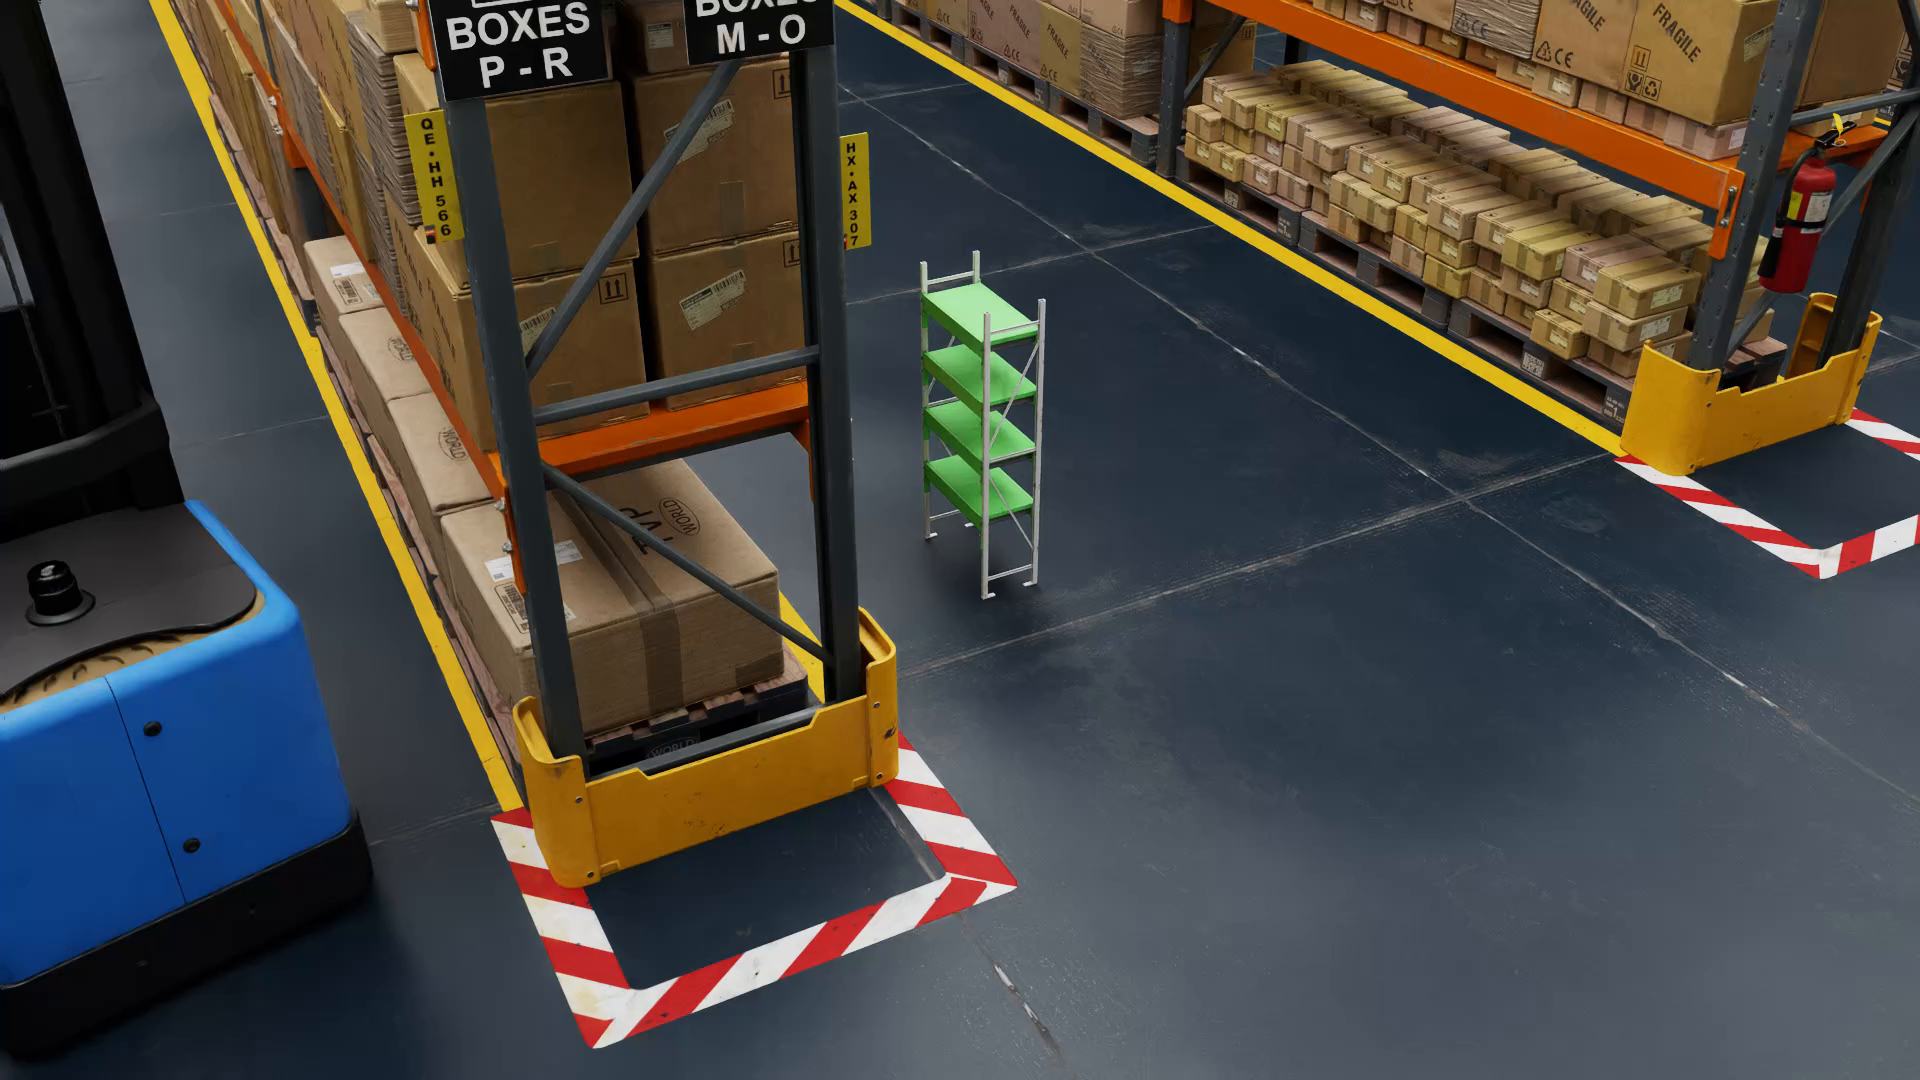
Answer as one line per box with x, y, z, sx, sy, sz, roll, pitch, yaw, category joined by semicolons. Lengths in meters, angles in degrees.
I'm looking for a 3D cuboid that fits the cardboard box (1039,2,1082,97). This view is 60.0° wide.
0.871;-3.285;11.025;0.500;0.500;0.500;-17;36;-24;cardboard box

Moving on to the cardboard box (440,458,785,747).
-1.185;0.188;5.661;0.875;0.438;0.875;-17;36;-25;cardboard box

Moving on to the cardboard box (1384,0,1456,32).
2.402;-2.762;7.911;0.500;0.500;0.500;-14;35;-21;cardboard box

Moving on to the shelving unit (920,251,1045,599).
0.077;-0.426;6.303;0.258;1.200;0.503;-16;36;-23;shelving unit

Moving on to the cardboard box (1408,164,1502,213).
2.508;-1.766;8.429;0.380;0.149;0.250;-17;36;-25;cardboard box

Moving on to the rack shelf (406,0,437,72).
-1.722;-2.339;5.506;1.077;0.370;4.000;-16;36;-23;rack shelf

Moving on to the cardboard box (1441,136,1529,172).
2.766;-1.999;8.791;0.380;0.149;0.250;-16;36;-23;cardboard box

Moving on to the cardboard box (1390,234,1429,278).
2.446;-1.493;8.554;0.380;0.149;0.250;-15;36;-22;cardboard box

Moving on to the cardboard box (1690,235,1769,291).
3.599;-1.280;7.669;0.380;0.149;0.250;-18;37;-25;cardboard box

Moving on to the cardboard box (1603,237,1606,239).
3.256;-1.373;8.090;0.380;0.149;0.250;-15;36;-23;cardboard box

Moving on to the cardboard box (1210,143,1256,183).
1.687;-2.221;9.690;0.380;0.149;0.250;-15;35;-22;cardboard box

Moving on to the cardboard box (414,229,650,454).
-1.248;-0.630;4.860;0.500;0.500;0.500;-16;36;-23;cardboard box

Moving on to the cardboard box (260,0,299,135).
-2.667;-2.085;7.131;0.500;0.500;0.500;-15;35;-22;cardboard box

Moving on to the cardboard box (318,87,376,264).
-1.970;-1.359;5.998;0.500;0.500;0.500;-15;35;-22;cardboard box

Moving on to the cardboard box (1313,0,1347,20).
2.059;-2.816;8.598;0.380;0.149;0.250;-15;36;-22;cardboard box

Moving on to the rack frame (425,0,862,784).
-0.789;-0.424;4.631;1.000;3.000;0.127;-16;36;-23;rack frame

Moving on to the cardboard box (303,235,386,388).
-2.456;-1.104;7.679;0.875;0.438;0.875;-16;36;-24;cardboard box

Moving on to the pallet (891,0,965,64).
0.176;-3.988;12.778;1.003;0.211;1.213;-16;36;-23;pallet

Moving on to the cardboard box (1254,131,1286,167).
1.907;-2.269;9.489;0.380;0.149;0.250;-16;36;-23;cardboard box

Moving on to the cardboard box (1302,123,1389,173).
2.081;-2.121;8.982;0.380;0.149;0.250;-15;36;-22;cardboard box

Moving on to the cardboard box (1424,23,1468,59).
2.480;-2.455;8.035;0.380;0.149;0.250;-15;36;-22;cardboard box

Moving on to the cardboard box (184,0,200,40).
-5.125;-3.934;12.157;0.950;0.372;0.625;-17;36;-24;cardboard box

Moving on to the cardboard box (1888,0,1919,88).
6.769;-3.343;10.768;0.875;0.875;0.875;-16;36;-23;cardboard box

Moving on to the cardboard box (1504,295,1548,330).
2.857;-1.137;7.998;0.380;0.149;0.250;-16;36;-23;cardboard box

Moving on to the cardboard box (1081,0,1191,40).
1.107;-3.358;10.444;0.500;0.250;0.500;-17;36;-24;cardboard box

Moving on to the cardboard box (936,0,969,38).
0.155;-4.019;12.170;0.500;0.500;0.500;-15;36;-23;cardboard box

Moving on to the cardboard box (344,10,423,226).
-1.494;-1.299;4.978;0.500;0.500;0.500;-16;36;-23;cardboard box

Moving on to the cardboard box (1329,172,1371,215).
2.199;-1.866;8.859;0.380;0.149;0.250;-16;36;-23;cardboard box

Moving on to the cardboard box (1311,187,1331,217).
2.168;-1.887;9.169;0.380;0.149;0.250;-17;37;-25;cardboard box

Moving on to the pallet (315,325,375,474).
-2.369;-0.776;7.766;1.003;0.211;1.213;-16;36;-23;pallet

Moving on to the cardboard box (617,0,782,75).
-0.710;-1.399;4.533;0.380;0.149;0.250;-15;36;-22;cardboard box

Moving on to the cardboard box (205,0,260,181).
-3.858;-2.747;9.837;0.875;0.875;0.875;-15;36;-23;cardboard box

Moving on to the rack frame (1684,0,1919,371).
3.543;-1.717;6.650;1.000;3.000;0.127;-16;36;-23;rack frame

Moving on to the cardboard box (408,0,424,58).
-1.273;-1.396;4.528;0.380;0.149;0.250;-15;36;-22;cardboard box

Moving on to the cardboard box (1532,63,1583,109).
2.788;-2.056;7.411;0.380;0.149;0.250;-15;36;-22;cardboard box

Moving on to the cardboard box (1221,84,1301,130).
1.731;-2.490;9.558;0.380;0.149;0.250;-14;35;-21;cardboard box

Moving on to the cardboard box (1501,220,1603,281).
2.772;-1.359;7.793;0.380;0.149;0.250;-17;36;-24;cardboard box

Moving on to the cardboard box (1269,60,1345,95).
2.074;-2.749;9.962;0.380;0.149;0.250;-15;36;-22;cardboard box

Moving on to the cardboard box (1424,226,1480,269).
2.548;-1.490;8.273;0.380;0.149;0.250;-15;36;-22;cardboard box

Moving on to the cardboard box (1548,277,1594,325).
2.970;-1.137;7.722;0.380;0.149;0.250;-17;36;-24;cardboard box

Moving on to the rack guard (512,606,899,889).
-0.778;0.640;5.288;1.175;0.500;0.348;-16;36;-23;rack guard

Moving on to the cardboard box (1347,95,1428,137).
2.403;-2.376;9.381;0.380;0.149;0.250;-15;35;-22;cardboard box

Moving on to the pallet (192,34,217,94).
-4.882;-3.441;11.925;1.003;0.211;1.213;-16;36;-23;pallet

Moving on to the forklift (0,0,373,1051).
-3.112;-0.580;4.938;1.130;2.935;3.031;-25;40;-33;forklift

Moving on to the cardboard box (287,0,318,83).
-2.187;-2.018;6.099;0.500;0.500;0.500;-15;36;-22;cardboard box

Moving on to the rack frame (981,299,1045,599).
0.191;-0.310;6.121;0.240;1.200;0.015;-16;36;-23;rack frame

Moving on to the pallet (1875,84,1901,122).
6.398;-3.269;11.656;1.003;0.211;1.213;-16;36;-23;pallet

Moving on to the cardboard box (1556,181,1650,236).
3.171;-1.631;8.217;0.380;0.149;0.250;-18;37;-25;cardboard box

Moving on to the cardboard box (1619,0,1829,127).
3.106;-2.034;6.776;0.500;0.500;0.500;-15;36;-22;cardboard box

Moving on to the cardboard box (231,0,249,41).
-3.323;-2.664;8.266;0.500;0.250;0.500;-16;36;-24;cardboard box

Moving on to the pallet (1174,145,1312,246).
2.022;-2.140;9.895;1.003;0.211;1.213;-16;36;-23;pallet

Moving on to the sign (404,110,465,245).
-1.276;-0.881;4.052;0.100;0.325;0.005;-16;36;-23;sign

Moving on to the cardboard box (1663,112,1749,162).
3.141;-1.696;6.849;0.380;0.149;0.250;-16;36;-23;cardboard box

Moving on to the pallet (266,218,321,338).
-3.080;-1.508;8.908;1.003;0.211;1.213;-16;36;-23;pallet

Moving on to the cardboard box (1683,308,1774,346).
3.582;-1.024;7.822;0.380;0.149;0.250;-15;36;-22;cardboard box

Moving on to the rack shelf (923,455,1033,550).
0.077;-0.170;6.467;0.258;0.148;0.480;-16;36;-23;rack shelf
